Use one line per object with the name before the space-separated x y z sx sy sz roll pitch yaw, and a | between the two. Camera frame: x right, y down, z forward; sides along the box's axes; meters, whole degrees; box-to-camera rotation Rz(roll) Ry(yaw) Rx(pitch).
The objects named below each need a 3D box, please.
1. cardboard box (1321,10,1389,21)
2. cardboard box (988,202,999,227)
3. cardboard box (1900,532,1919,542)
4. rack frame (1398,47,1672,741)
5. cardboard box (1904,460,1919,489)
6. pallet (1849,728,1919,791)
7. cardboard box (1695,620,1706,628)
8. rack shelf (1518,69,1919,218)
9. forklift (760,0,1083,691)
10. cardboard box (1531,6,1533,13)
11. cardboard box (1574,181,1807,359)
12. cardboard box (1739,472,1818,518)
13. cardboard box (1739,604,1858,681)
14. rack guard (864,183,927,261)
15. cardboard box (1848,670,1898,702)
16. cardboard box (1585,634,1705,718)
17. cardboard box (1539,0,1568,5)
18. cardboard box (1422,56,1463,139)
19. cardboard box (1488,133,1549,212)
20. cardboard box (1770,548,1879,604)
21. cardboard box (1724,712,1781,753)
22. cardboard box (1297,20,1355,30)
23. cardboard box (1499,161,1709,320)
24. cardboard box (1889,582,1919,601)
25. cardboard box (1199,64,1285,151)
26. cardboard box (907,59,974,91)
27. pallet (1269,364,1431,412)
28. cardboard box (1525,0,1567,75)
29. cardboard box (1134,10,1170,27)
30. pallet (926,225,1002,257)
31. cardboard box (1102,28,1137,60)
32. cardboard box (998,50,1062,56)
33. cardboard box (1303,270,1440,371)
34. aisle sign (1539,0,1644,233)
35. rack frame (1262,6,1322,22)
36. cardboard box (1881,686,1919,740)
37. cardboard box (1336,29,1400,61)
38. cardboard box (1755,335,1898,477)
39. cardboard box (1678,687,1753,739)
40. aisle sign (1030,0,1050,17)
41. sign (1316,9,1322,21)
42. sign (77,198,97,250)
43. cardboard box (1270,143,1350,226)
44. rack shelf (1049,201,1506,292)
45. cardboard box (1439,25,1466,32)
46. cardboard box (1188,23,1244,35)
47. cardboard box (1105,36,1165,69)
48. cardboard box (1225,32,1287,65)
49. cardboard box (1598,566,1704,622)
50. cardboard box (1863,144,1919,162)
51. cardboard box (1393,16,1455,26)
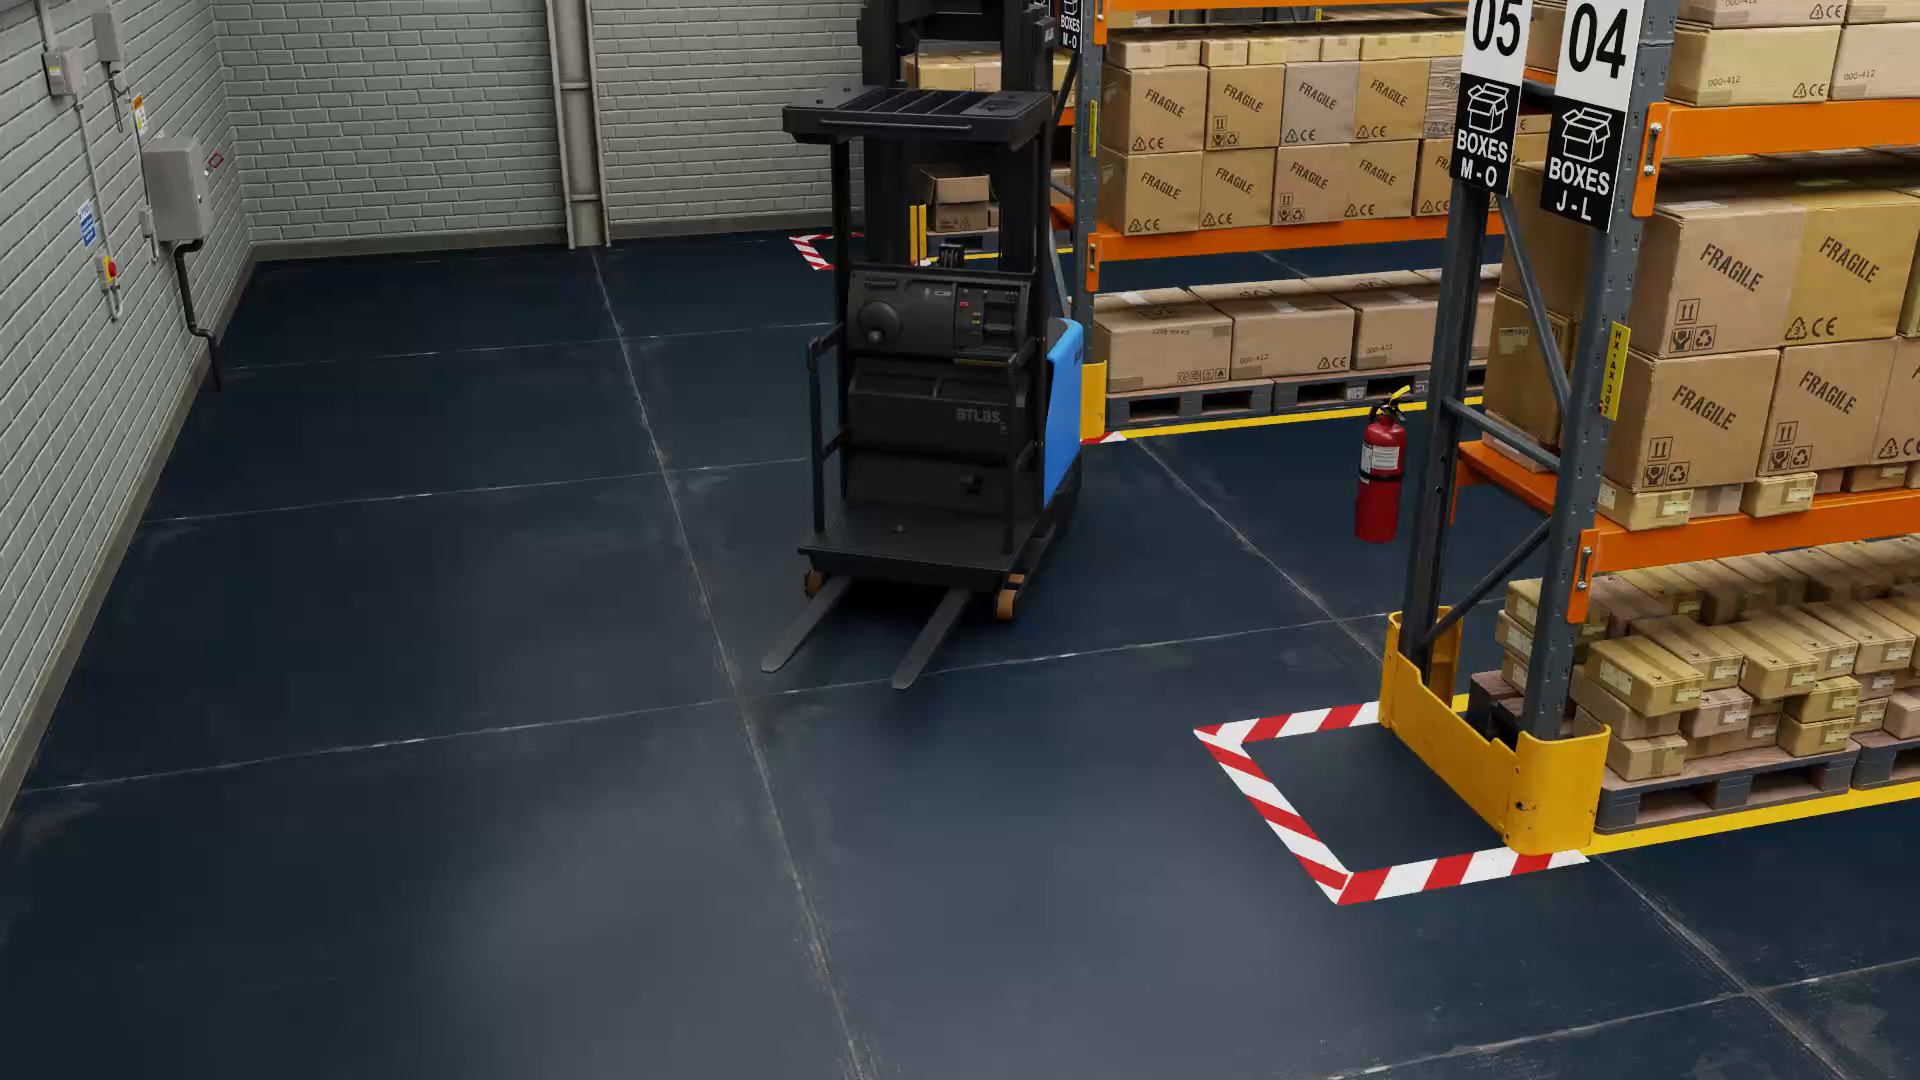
cardboard box | 3.689 -4.770 15.903 0.500 0.500 0.700 -6 24 -13
cardboard box | 0.346 -3.081 15.708 0.250 0.149 0.380 -7 24 -16
cardboard box | 4.531 0.075 7.599 0.250 0.149 0.380 -6 24 -13
rack frame | 2.091 -0.385 6.344 0.127 3.000 1.000 -6 24 -14
cardboard box | 3.724 -0.346 6.571 0.250 0.149 0.380 -7 24 -15
pallet | 4.128 0.686 7.383 1.213 0.211 1.003 -6 24 -14
cardboard box | 3.021 0.374 7.279 0.250 0.149 0.380 -7 24 -17
rack shelf | 4.016 -1.646 6.391 4.000 0.370 1.077 -6 24 -14
forklift | -0.165 -1.107 8.113 1.130 2.935 3.031 6 24 14
cardboard box | 5.493 -4.987 16.404 0.637 0.503 0.797 -7 24 -16
cardboard box | 2.595 -0.975 5.945 0.500 0.500 0.500 -6 24 -15
cardboard box | 2.998 -0.231 6.303 0.250 0.149 0.380 -7 24 -16
cardboard box | 3.413 0.420 6.795 0.250 0.149 0.380 -8 24 -17
rack guard | -0.615 -2.997 15.602 0.348 0.500 1.175 -6 24 -14
cardboard box | 3.661 0.519 6.943 0.250 0.149 0.380 -7 24 -17
cardboard box | 2.687 0.531 6.536 0.250 0.149 0.380 -7 24 -17
cardboard box | 2.465 -2.070 6.023 0.500 0.250 0.500 -7 24 -16
cardboard box | 3.149 -2.922 10.860 0.500 0.500 0.500 -6 24 -14
cardboard box | 3.636 -2.523 11.198 0.500 0.500 0.500 -7 24 -16
cardboard box | 3.798 0.186 7.342 0.250 0.149 0.380 -7 24 -16
cardboard box | 3.149 0.709 6.876 0.250 0.149 0.380 -6 24 -14
cardboard box | 2.419 -3.349 11.034 0.250 0.149 0.380 -6 24 -13
cardboard box | 2.464 -1.171 6.402 0.500 0.500 0.500 -7 24 -15
cardboard box | 4.165 0.321 7.027 0.250 0.149 0.380 -6 24 -14
cardboard box | 1.691 -2.760 10.484 0.500 0.500 0.500 -7 24 -16
cardboard box | -0.179 -4.152 14.935 0.500 0.250 0.500 -6 24 -14
pallet | 2.577 -1.216 11.816 1.213 0.211 1.003 -6 24 -14
cardboard box | 2.457 -1.844 6.129 0.500 0.250 0.500 -7 24 -16
cardboard box | 1.657 -4.919 15.772 0.500 0.500 0.500 -7 24 -16
pallet | 0.152 -2.950 15.858 1.213 0.211 1.003 -6 24 -14
cardboard box | 0.948 -3.172 10.621 0.250 0.149 0.380 -6 24 -14
cardboard box | 0.658 -4.461 15.656 0.500 0.250 0.500 -6 24 -13
cardboard box | 3.012 -1.574 11.831 0.875 0.438 0.875 -7 24 -16
aisle sign | 2.101 -1.458 5.548 0.004 0.787 0.394 -6 24 -14
rack frame | 3.163 -4.564 16.083 0.127 3.000 1.000 -6 24 -14
cardboard box | 3.908 0.667 6.975 0.250 0.149 0.380 -8 24 -17
cardboard box | 2.577 -3.139 10.545 0.250 0.149 0.380 -7 24 -16
cardboard box | 3.106 -0.578 6.288 0.500 0.500 0.500 -6 24 -14
cardboard box | 2.943 0.629 6.686 0.250 0.149 0.380 -6 24 -15
aisle sign | 0.503 -3.559 10.443 0.004 0.787 0.394 -6 24 -14
sign | 3.317 -4.757 15.434 0.005 0.325 0.100 -6 24 -14
sign | -4.813 -1.744 9.167 0.001 0.218 0.327 -6 24 -14
cardboard box | 2.170 -2.354 10.805 0.500 0.500 0.500 -6 24 -15
rack shelf | 2.582 -2.136 11.337 4.000 0.370 1.077 -6 24 -14
cardboard box | 3.301 -3.246 10.794 0.250 0.149 0.380 -6 24 -15
cardboard box | 1.665 -3.279 10.870 0.250 0.149 0.380 -6 24 -13
cardboard box | 1.073 -2.990 10.197 0.250 0.149 0.380 -6 24 -13
cardboard box | 1.836 -3.064 10.370 0.250 0.149 0.380 -7 24 -16
cardboard box | 3.004 0.225 7.250 0.250 0.149 0.380 -7 24 -16
cardboard box | 3.958 -1.341 6.799 0.500 0.500 0.500 -7 24 -16
cardboard box | 3.137 -3.451 11.272 0.250 0.149 0.380 -7 24 -16
